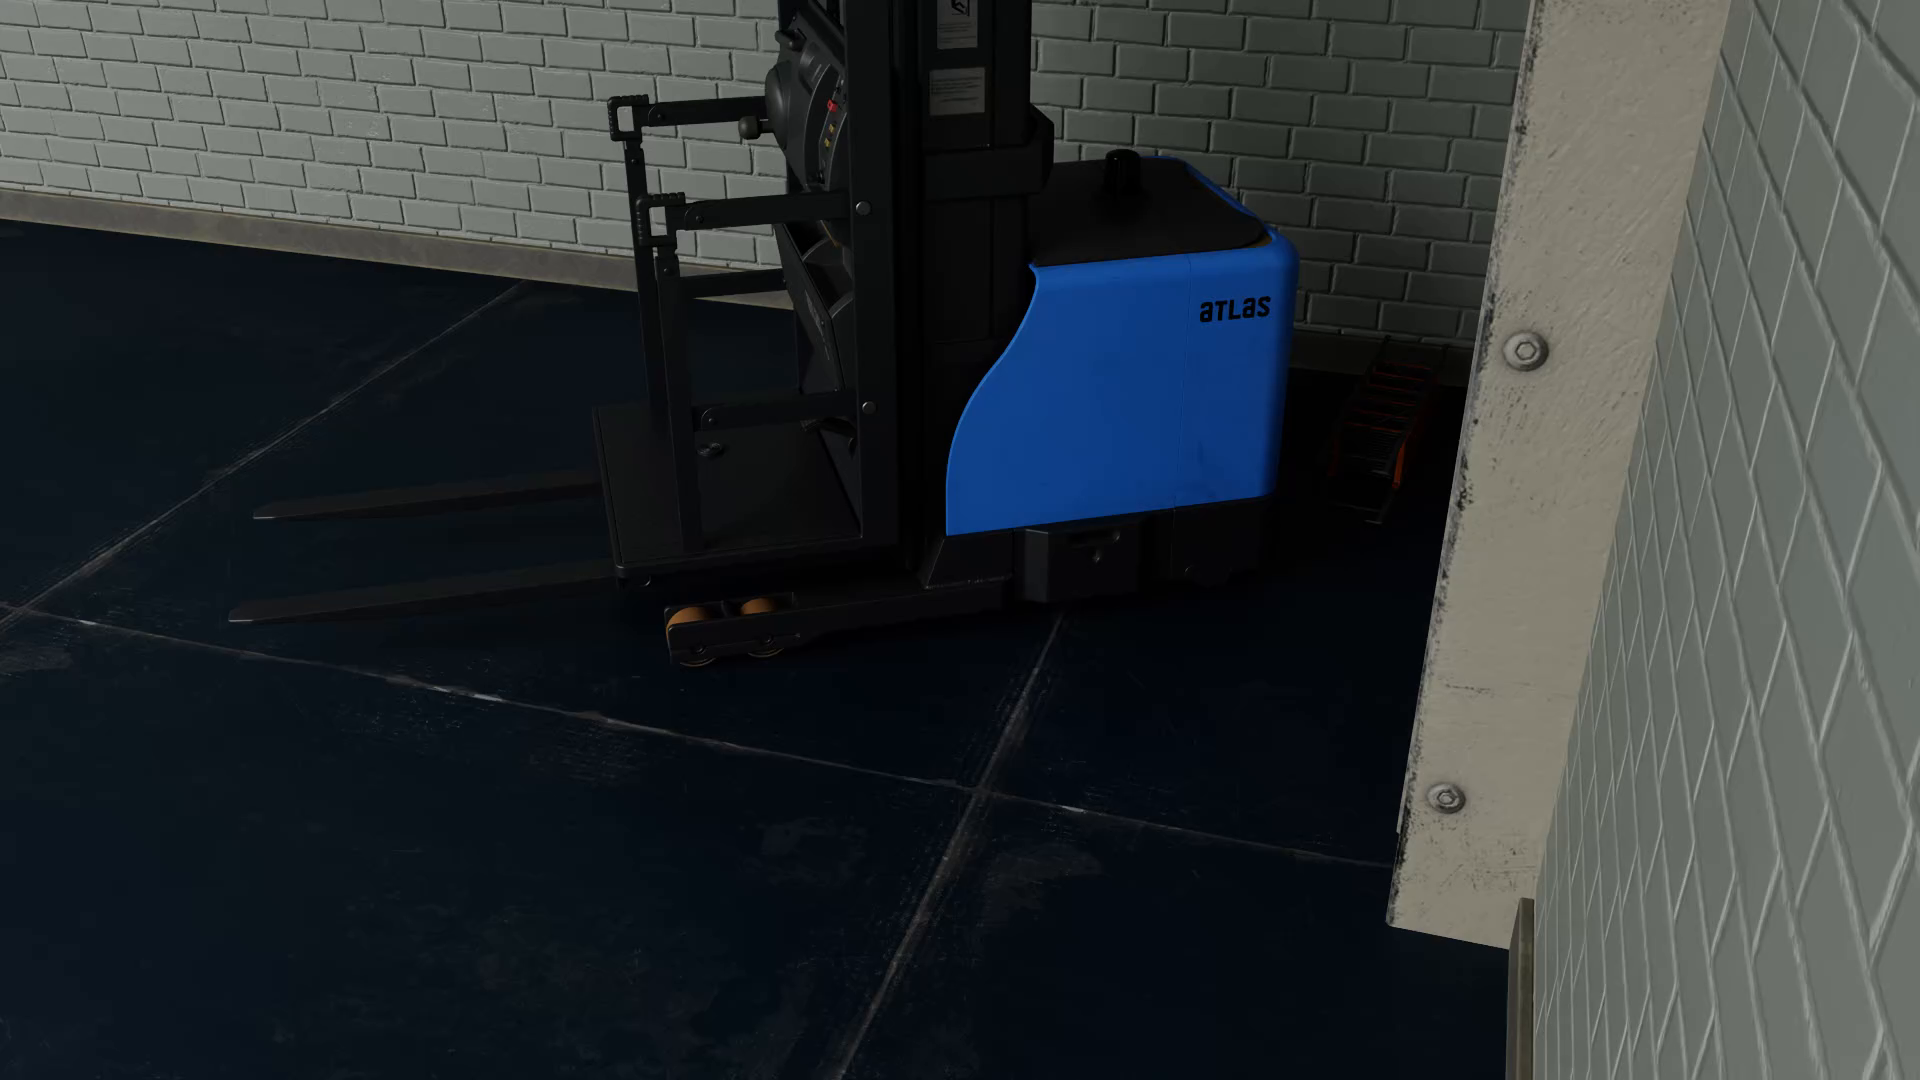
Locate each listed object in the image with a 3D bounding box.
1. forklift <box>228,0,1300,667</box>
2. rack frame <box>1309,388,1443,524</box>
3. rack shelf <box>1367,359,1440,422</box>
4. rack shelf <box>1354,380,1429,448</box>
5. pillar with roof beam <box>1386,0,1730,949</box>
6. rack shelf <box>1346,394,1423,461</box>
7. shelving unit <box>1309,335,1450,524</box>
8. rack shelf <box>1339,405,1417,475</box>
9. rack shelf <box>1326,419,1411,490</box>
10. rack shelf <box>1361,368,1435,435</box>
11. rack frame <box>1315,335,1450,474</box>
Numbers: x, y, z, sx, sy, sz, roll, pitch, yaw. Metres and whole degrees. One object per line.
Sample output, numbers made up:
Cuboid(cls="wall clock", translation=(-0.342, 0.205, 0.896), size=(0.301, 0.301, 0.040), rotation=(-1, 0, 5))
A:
Cuboid(cls="forklift", translation=(-0.603, -1.205, 4.518), size=(3.031, 2.935, 1.130), rotation=(-7, 30, -13))
Cuboid(cls="rack frame", translation=(1.509, -0.340, 5.964), size=(0.240, 0.006, 1.200), rotation=(12, 31, 20))
Cuboid(cls="rack shelf", translation=(1.636, -0.559, 6.174), size=(0.258, 0.180, 0.103), rotation=(12, 31, 20))
Cuboid(cls="rack shelf", translation=(1.539, -0.454, 5.981), size=(0.258, 0.180, 0.103), rotation=(12, 31, 20))
Cuboid(cls="pillar with roof beam", translation=(-2.940, -3.740, 2.833), size=(9.100, 9.000, 0.400), rotation=(8, 30, 15))
Cuboid(cls="rack shelf", translation=(1.491, -0.401, 5.885), size=(0.258, 0.180, 0.103), rotation=(12, 31, 20))
Cuboid(cls="shelving unit", translation=(1.509, -0.421, 5.920), size=(0.258, 0.189, 1.200), rotation=(12, 31, 20))
Cuboid(cls="rack shelf", translation=(1.443, -0.348, 5.788), size=(0.258, 0.180, 0.103), rotation=(12, 31, 20))
Cuboid(cls="rack shelf", translation=(1.395, -0.295, 5.692), size=(0.258, 0.180, 0.103), rotation=(12, 31, 20))
Cuboid(cls="rack shelf", translation=(1.588, -0.507, 6.077), size=(0.258, 0.180, 0.103), rotation=(12, 31, 20))
Cuboid(cls="rack frame", translation=(1.509, -0.501, 5.876), size=(0.240, 0.006, 1.200), rotation=(12, 31, 20))
